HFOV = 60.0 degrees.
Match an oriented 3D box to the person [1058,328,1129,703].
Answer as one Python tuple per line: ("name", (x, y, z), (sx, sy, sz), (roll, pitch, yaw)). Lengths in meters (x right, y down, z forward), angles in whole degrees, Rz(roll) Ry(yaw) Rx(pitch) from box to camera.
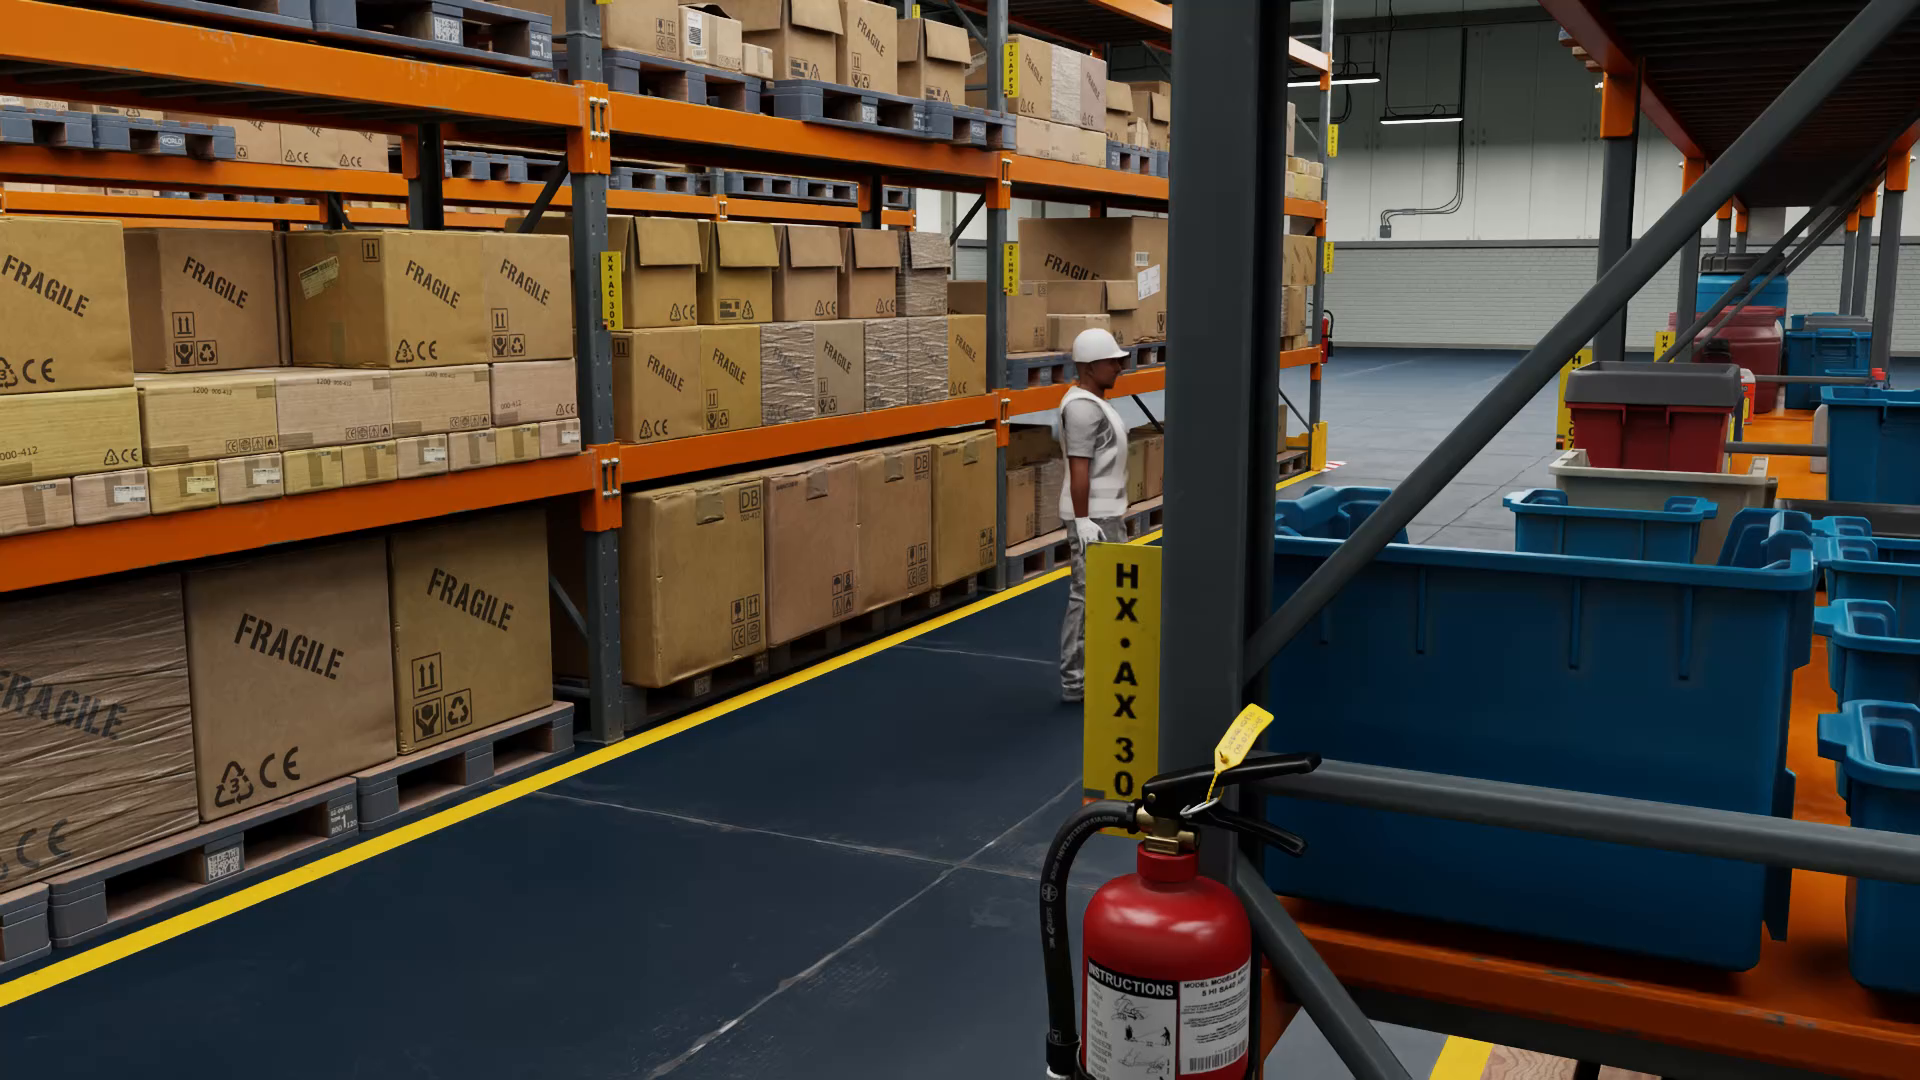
("person", (0.753, -0.109, 7.939), (0.571, 1.789, 0.583), (1, 9, 6))
